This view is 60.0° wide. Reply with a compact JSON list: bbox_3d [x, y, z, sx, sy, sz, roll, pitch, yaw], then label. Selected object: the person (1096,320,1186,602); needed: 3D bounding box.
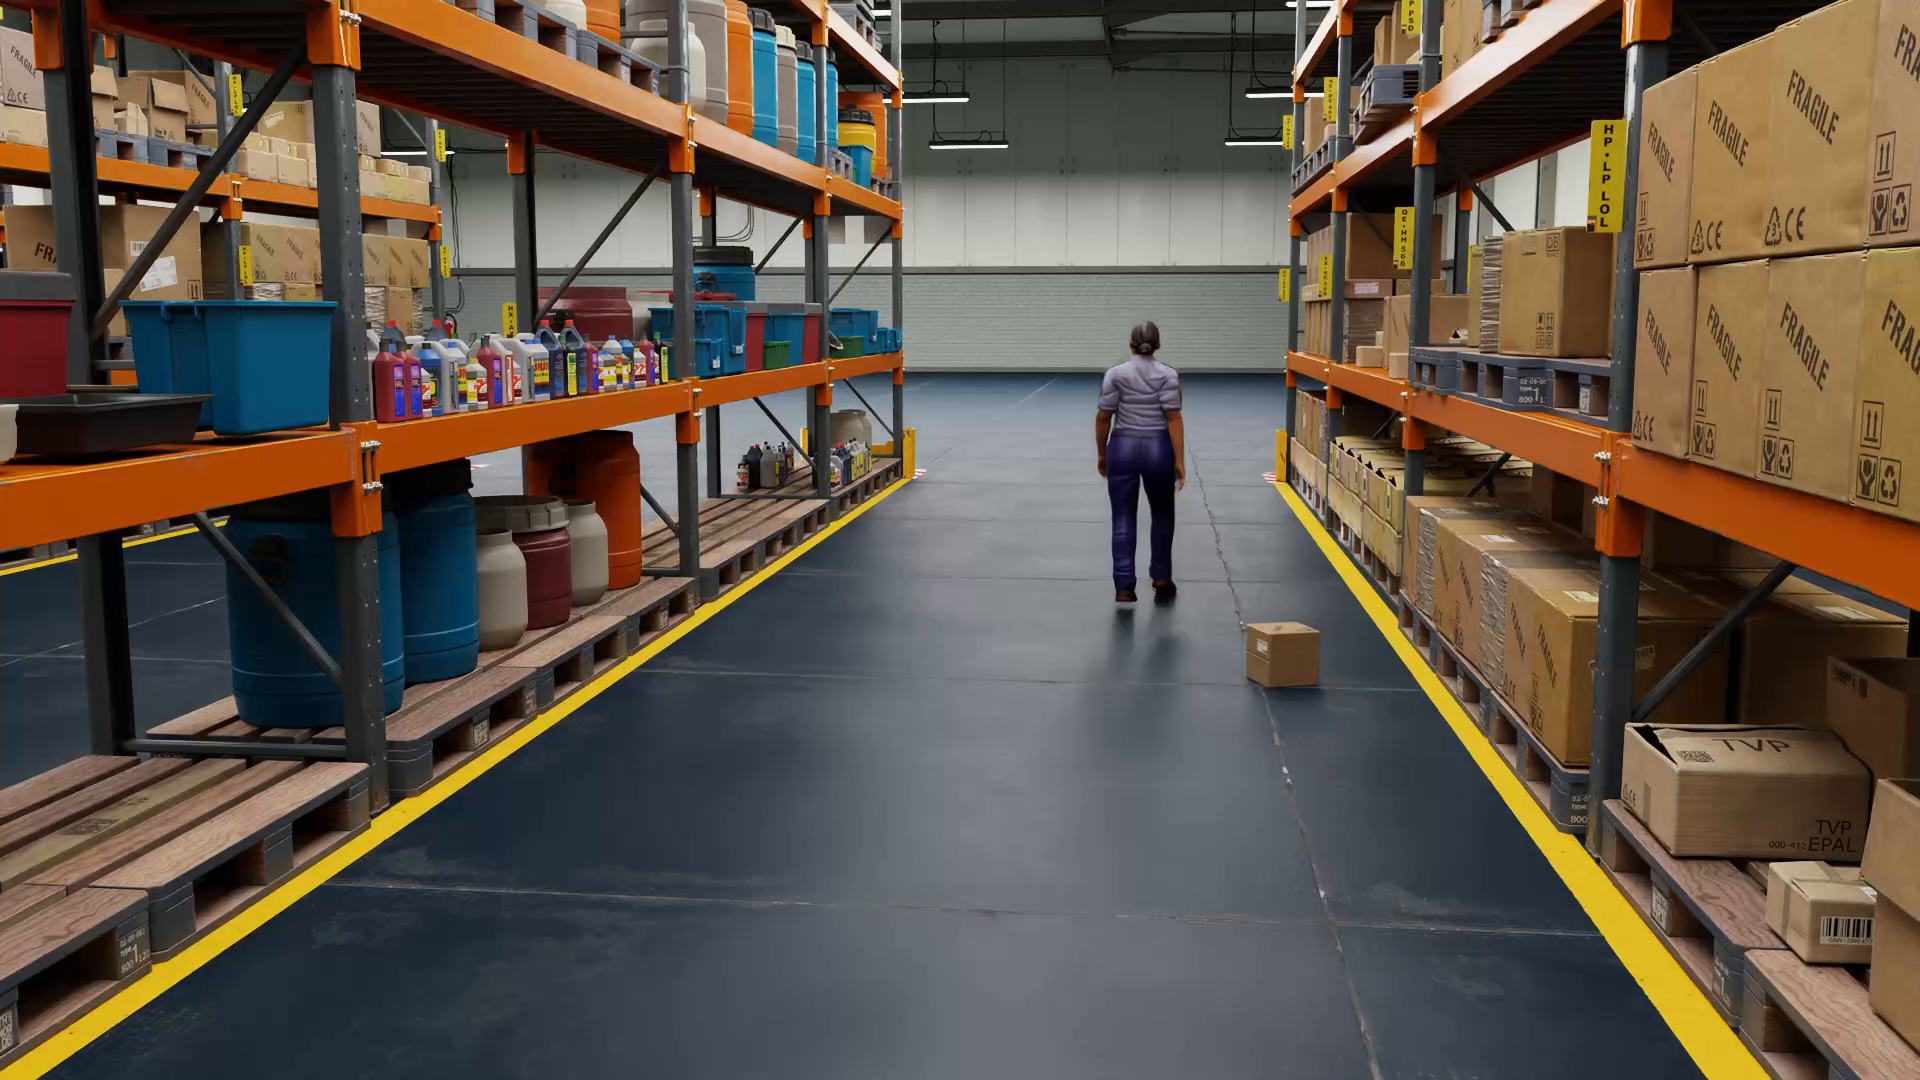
[{"bbox_3d":[1.054,-0.455,9.710,0.522,1.646,0.833,1,8,7],"label":"person"}]
